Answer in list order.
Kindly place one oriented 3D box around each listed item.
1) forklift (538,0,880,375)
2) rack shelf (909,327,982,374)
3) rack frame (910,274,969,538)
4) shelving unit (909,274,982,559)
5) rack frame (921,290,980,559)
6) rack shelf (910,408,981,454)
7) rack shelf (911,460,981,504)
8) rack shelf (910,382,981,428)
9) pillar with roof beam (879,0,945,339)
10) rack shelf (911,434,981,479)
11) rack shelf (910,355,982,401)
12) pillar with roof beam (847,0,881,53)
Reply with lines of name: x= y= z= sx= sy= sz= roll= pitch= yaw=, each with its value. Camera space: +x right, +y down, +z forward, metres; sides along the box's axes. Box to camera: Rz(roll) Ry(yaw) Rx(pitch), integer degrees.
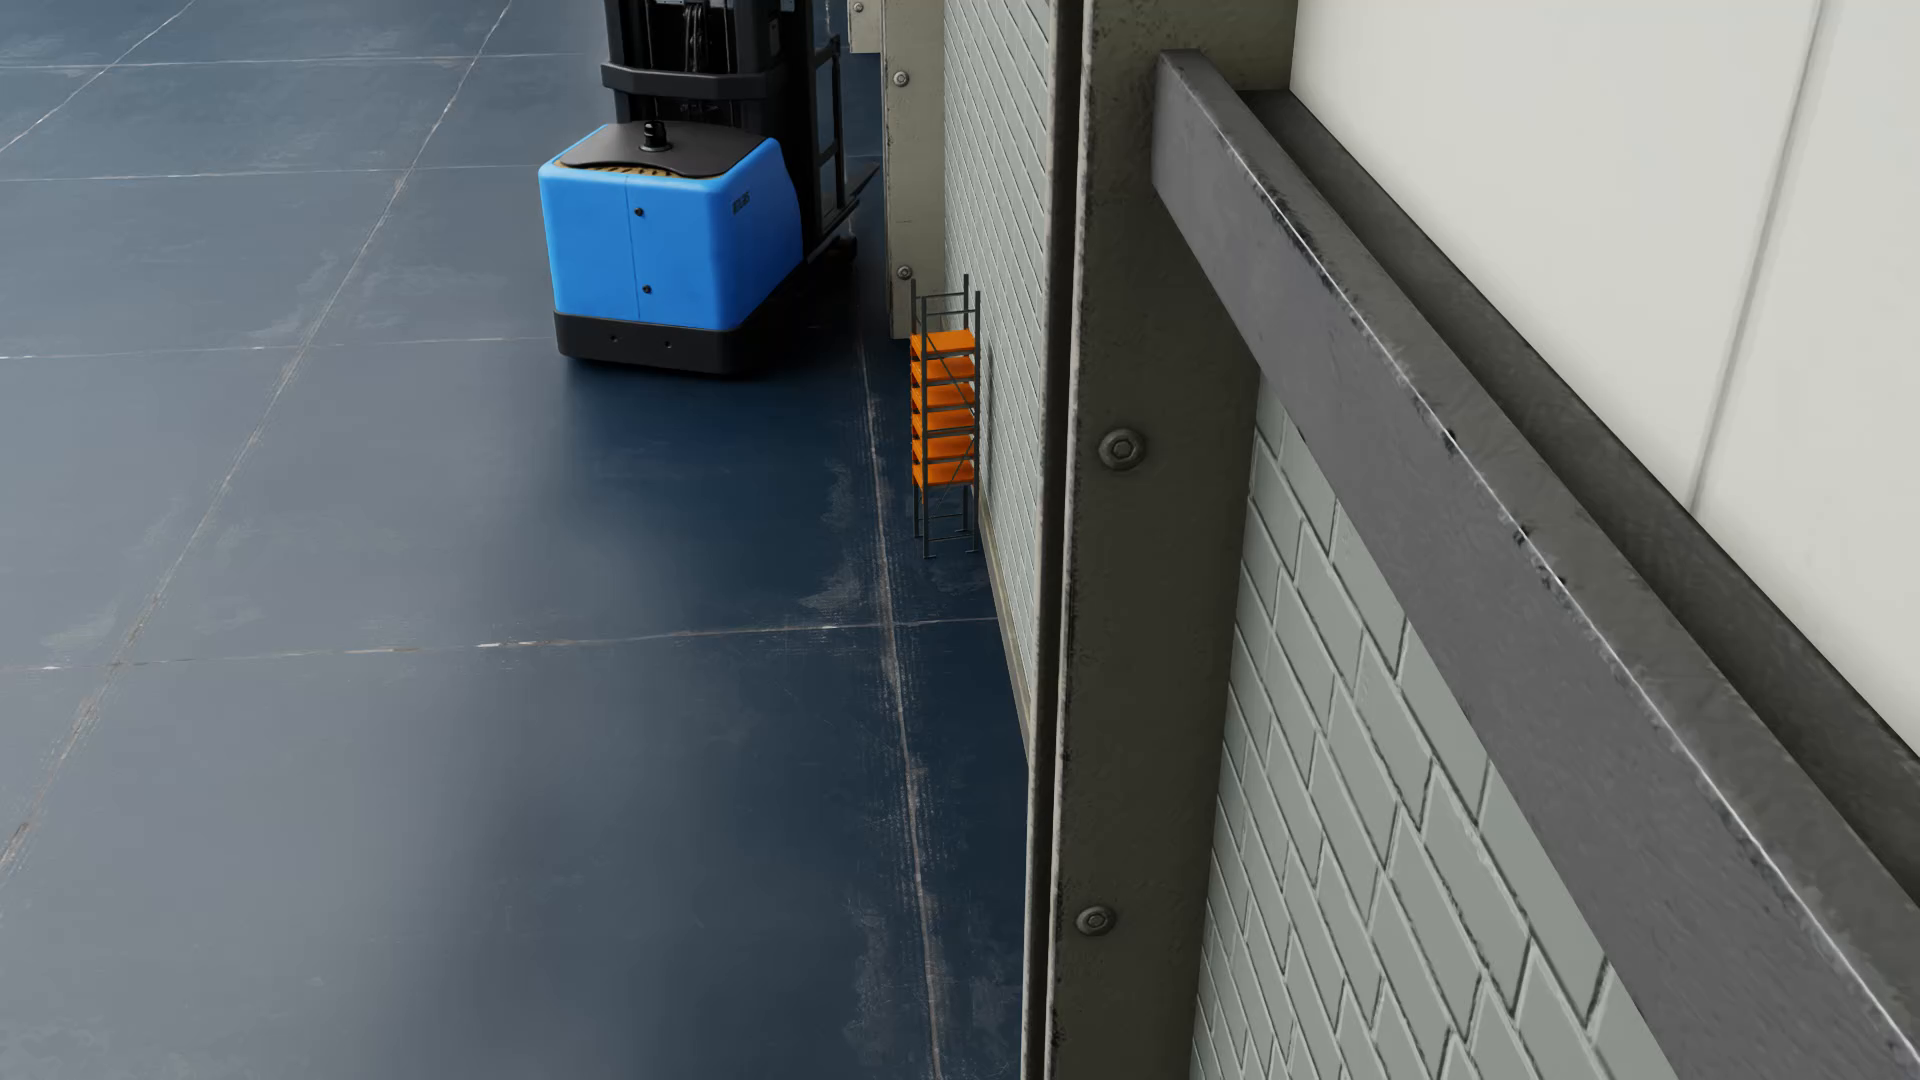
forklift: x=-1.248 y=-2.852 z=9.166 sx=1.130 sy=2.935 sz=3.031 roll=8 pitch=32 yaw=13
rack shelf: x=-0.060 y=-0.769 z=6.751 sx=0.258 sy=0.103 sz=0.180 roll=-7 pitch=32 yaw=-12
rack frame: x=-0.083 y=-0.543 z=6.988 sx=0.240 sy=1.200 sz=0.006 roll=-7 pitch=32 yaw=-12
shelving unit: x=-0.060 y=-0.498 z=6.912 sx=0.258 sy=1.200 sz=0.189 roll=-7 pitch=32 yaw=-12
rack frame: x=-0.037 y=-0.453 z=6.836 sx=0.240 sy=1.200 sz=0.006 roll=-7 pitch=32 yaw=-12
rack shelf: x=-0.060 y=-0.460 z=6.935 sx=0.258 sy=0.103 sz=0.180 roll=-7 pitch=32 yaw=-12
rack shelf: x=-0.061 y=-0.253 z=7.057 sx=0.258 sy=0.103 sz=0.180 roll=-7 pitch=32 yaw=-12
rack shelf: x=-0.060 y=-0.563 z=6.874 sx=0.258 sy=0.103 sz=0.180 roll=-7 pitch=32 yaw=-12
pillar with roof beam: x=-4.529 y=-4.866 z=6.622 sx=9.100 sy=9.000 sz=0.400 roll=-3 pitch=31 yaw=-5
rack shelf: x=-0.061 y=-0.356 z=6.996 sx=0.258 sy=0.103 sz=0.180 roll=-7 pitch=32 yaw=-12
rack shelf: x=-0.060 y=-0.666 z=6.812 sx=0.258 sy=0.103 sz=0.180 roll=-7 pitch=32 yaw=-12
pillar with roof beam: x=-5.089 y=-7.930 z=11.750 sx=9.100 sy=9.000 sz=0.400 roll=-3 pitch=31 yaw=-5
